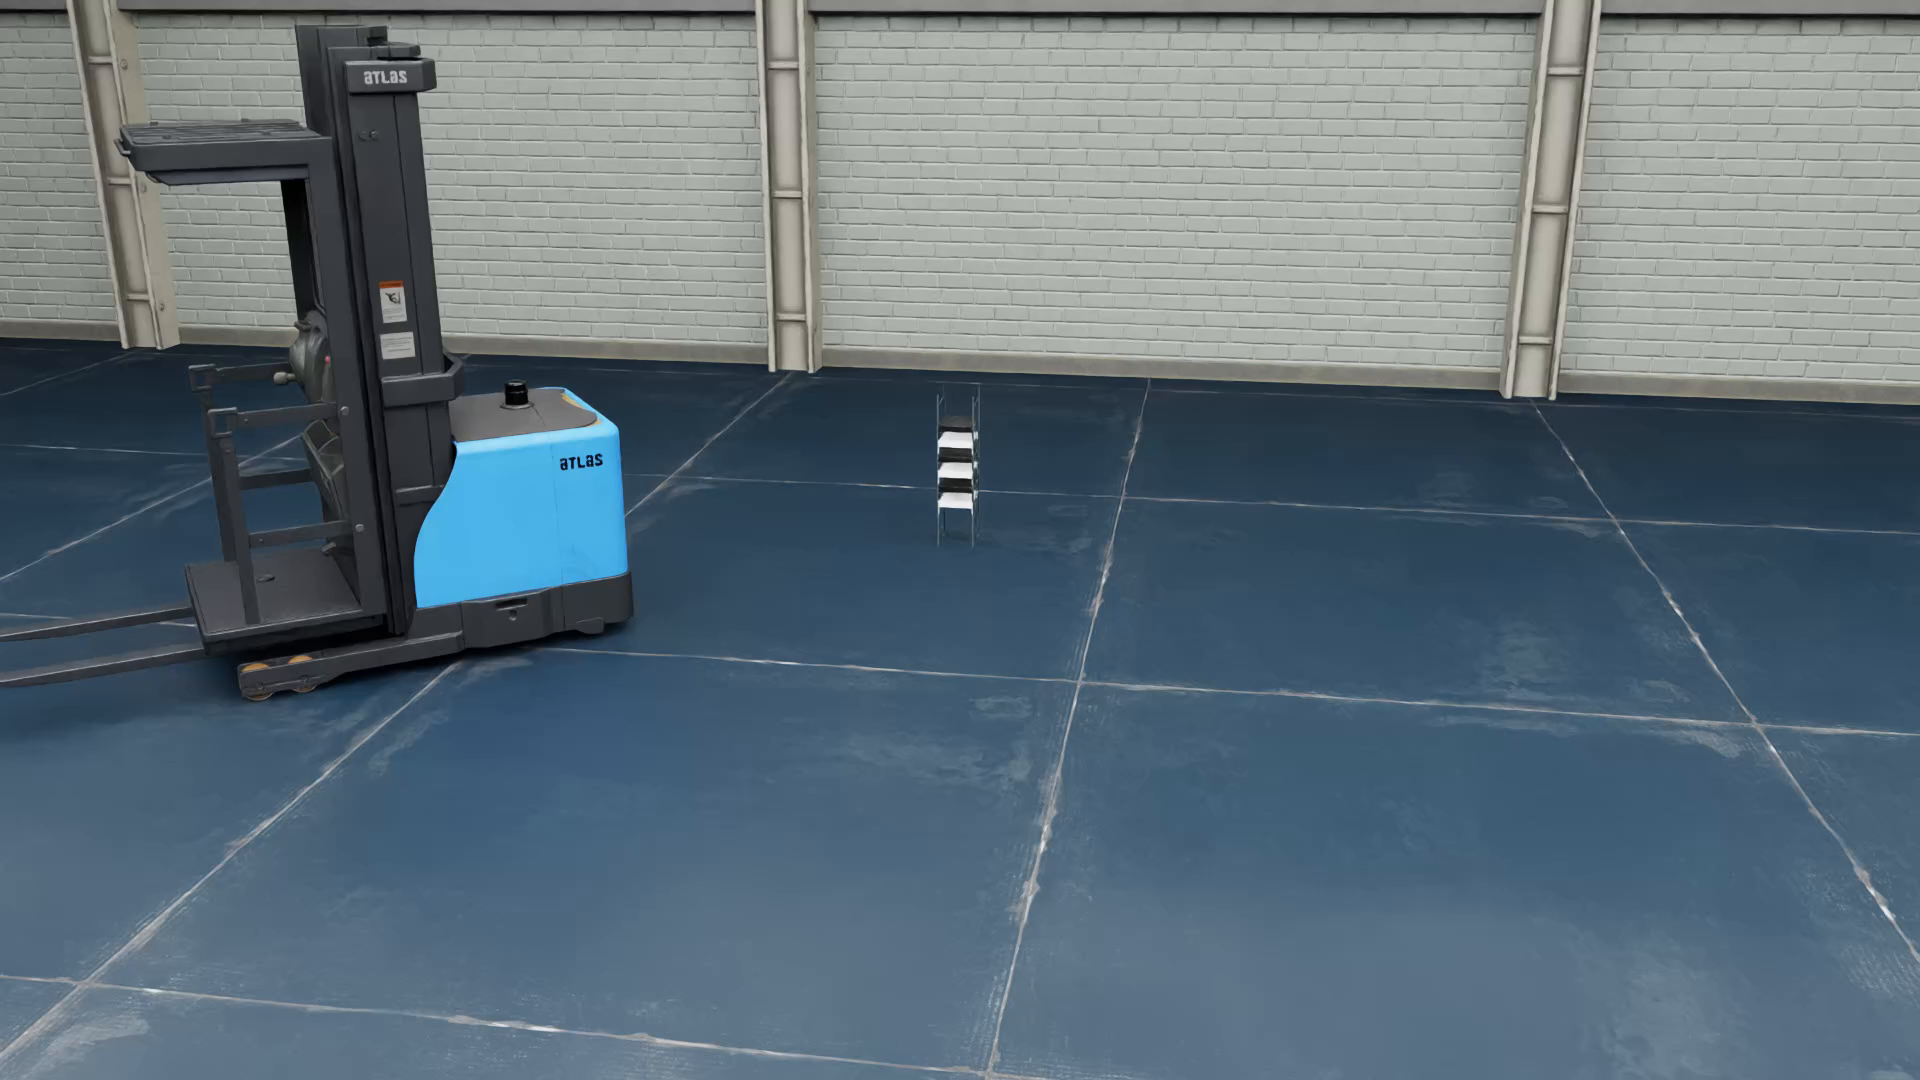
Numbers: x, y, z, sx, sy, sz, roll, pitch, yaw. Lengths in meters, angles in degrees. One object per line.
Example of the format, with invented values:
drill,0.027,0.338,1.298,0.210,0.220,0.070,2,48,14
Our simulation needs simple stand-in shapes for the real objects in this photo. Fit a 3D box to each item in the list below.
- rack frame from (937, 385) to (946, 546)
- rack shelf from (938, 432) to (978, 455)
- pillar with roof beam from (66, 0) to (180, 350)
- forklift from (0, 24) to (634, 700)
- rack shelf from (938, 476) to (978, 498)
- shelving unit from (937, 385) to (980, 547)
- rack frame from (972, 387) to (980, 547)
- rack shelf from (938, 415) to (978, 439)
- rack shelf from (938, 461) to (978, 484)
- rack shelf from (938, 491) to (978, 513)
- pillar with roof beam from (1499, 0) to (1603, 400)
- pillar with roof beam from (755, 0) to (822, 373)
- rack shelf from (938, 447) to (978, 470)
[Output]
rack frame,-0.108,-0.432,9.677,0.006,0.900,0.240,3,19,9
rack shelf,-0.008,-0.566,9.615,0.200,0.077,0.258,3,19,9
pillar with roof beam,-8.006,-4.684,9.620,0.400,9.000,9.100,3,19,9
forklift,-3.202,-0.847,7.715,3.031,2.935,1.130,-10,21,-27
rack shelf,-0.008,-0.310,9.701,0.200,0.077,0.258,3,19,9
shelving unit,-0.008,-0.427,9.662,0.210,0.900,0.258,3,19,9
rack frame,0.092,-0.422,9.646,0.006,0.900,0.240,3,19,9
rack shelf,-0.008,-0.652,9.586,0.200,0.077,0.258,3,19,9
rack shelf,-0.008,-0.396,9.672,0.200,0.077,0.258,3,19,9
rack shelf,-0.008,-0.225,9.729,0.200,0.077,0.258,3,19,9
pillar with roof beam,3.842,-4.080,7.815,0.400,9.000,9.100,3,19,9
pillar with roof beam,-2.082,-4.382,8.717,0.400,9.000,9.100,3,19,9
rack shelf,-0.008,-0.481,9.644,0.200,0.077,0.258,3,19,9
